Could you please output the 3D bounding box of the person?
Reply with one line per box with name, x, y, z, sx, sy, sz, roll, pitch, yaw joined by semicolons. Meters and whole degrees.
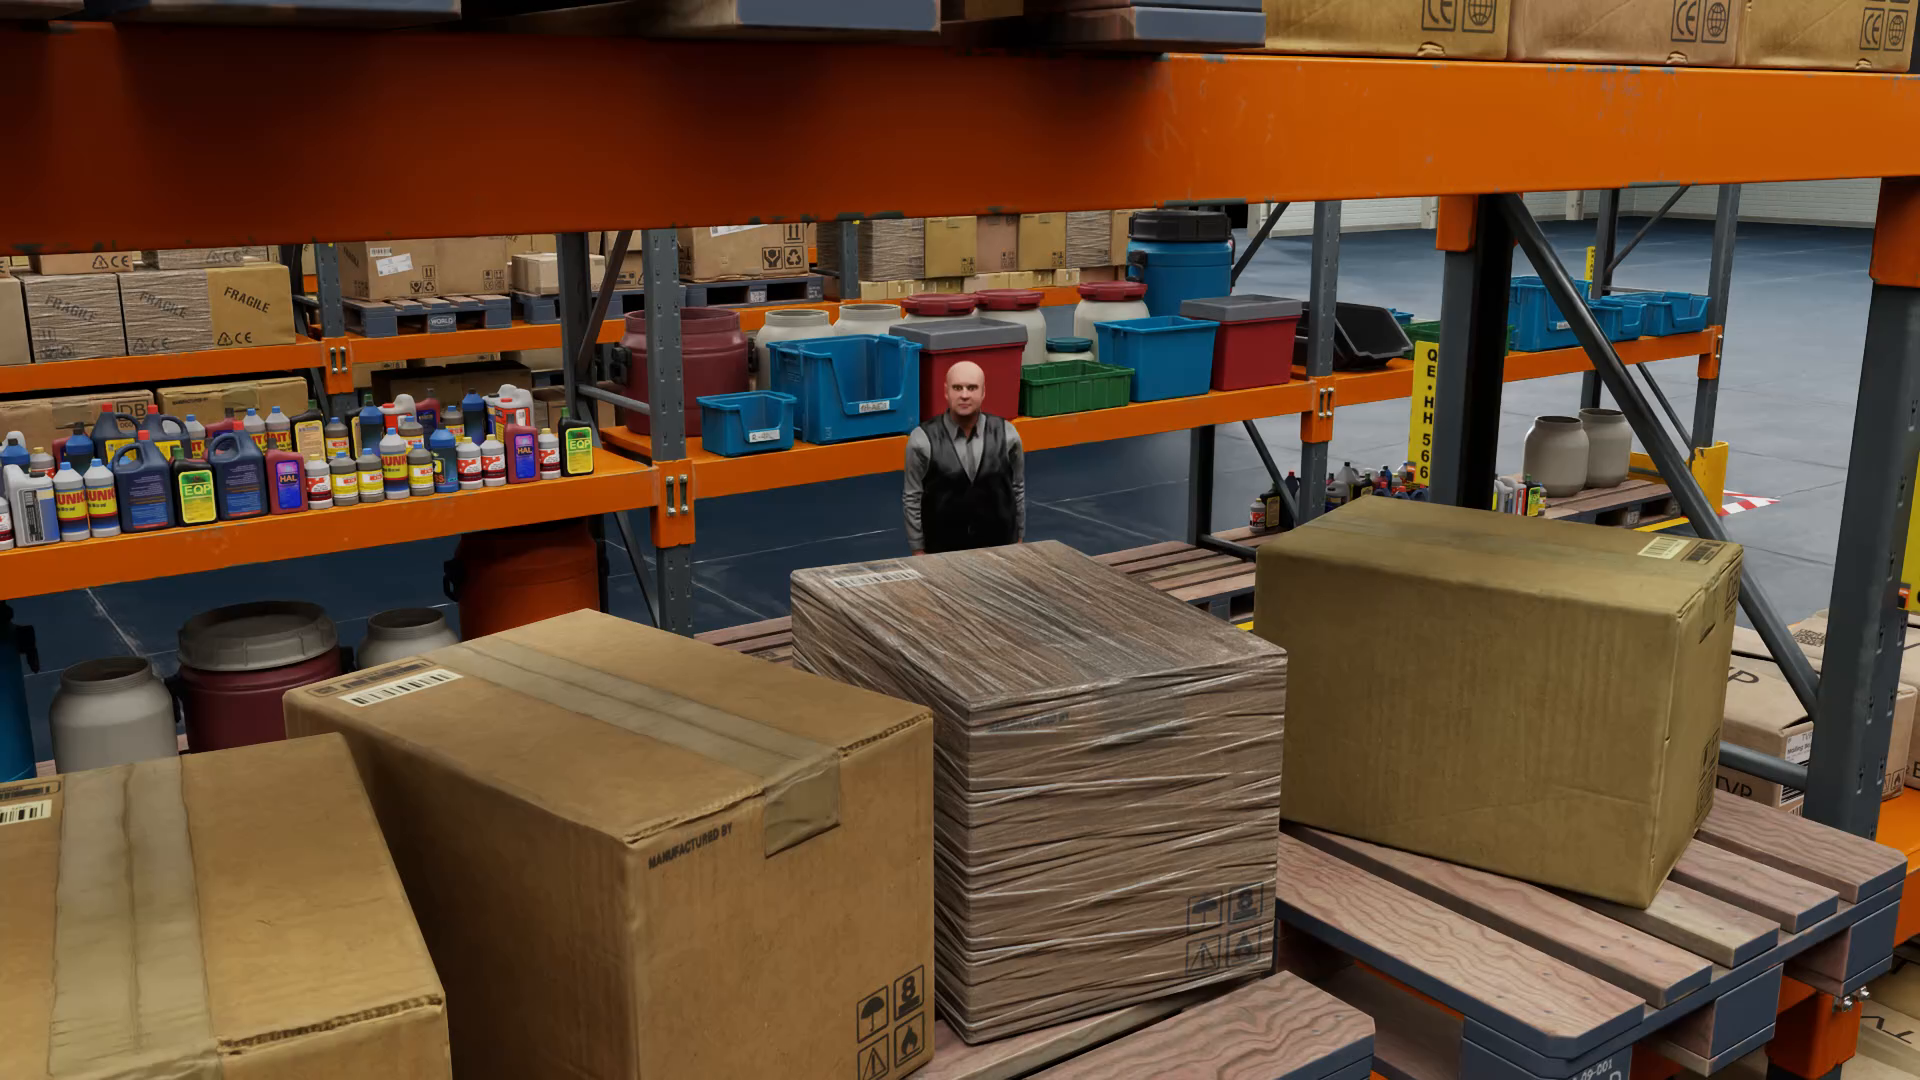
person;0.021;0.064;7.278;0.551;1.711;0.485;-1;14;-5
